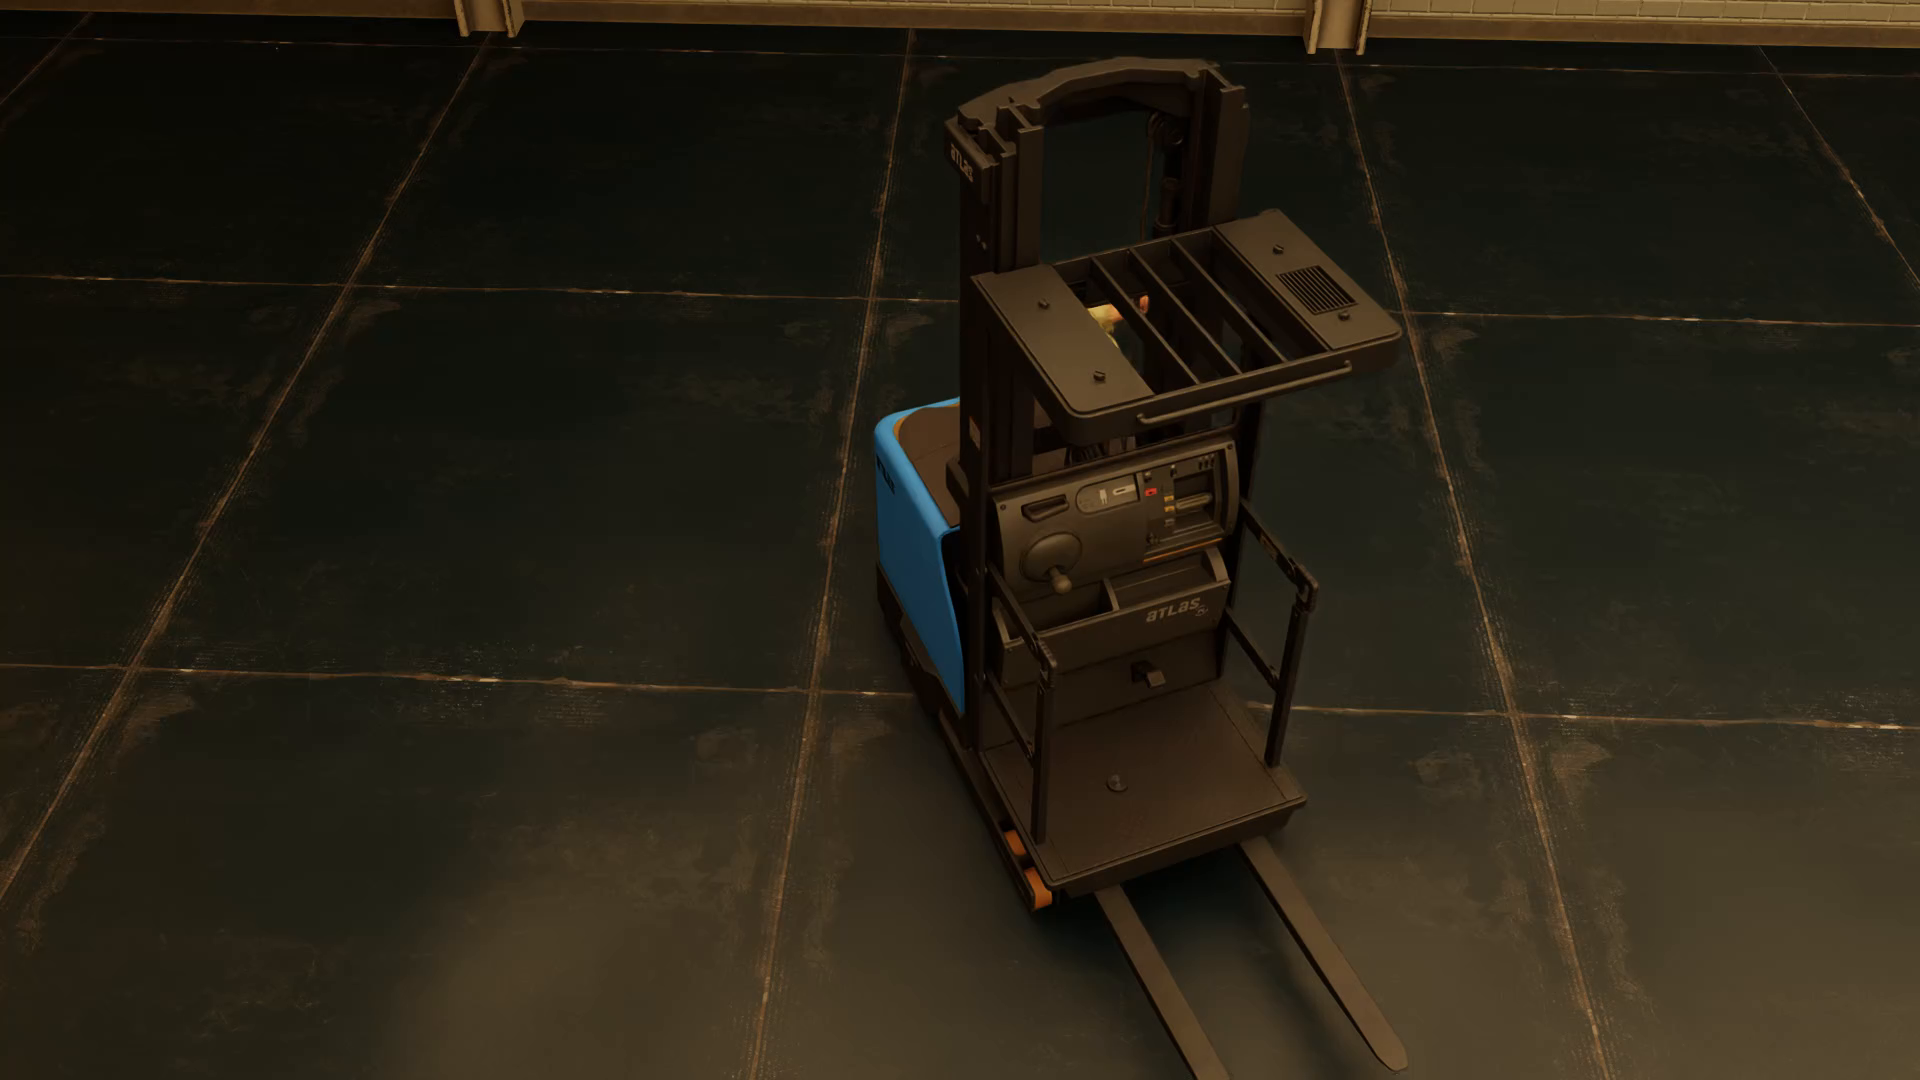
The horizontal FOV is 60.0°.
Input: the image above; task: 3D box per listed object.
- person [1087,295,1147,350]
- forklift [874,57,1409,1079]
[{"bbox_3d":[0.640,-0.450,7.312,0.740,1.438,0.961,-8,43,-8],"label":"person"},{"bbox_3d":[0.647,0.002,5.740,1.130,2.935,3.031,-15,45,-16],"label":"forklift"}]
